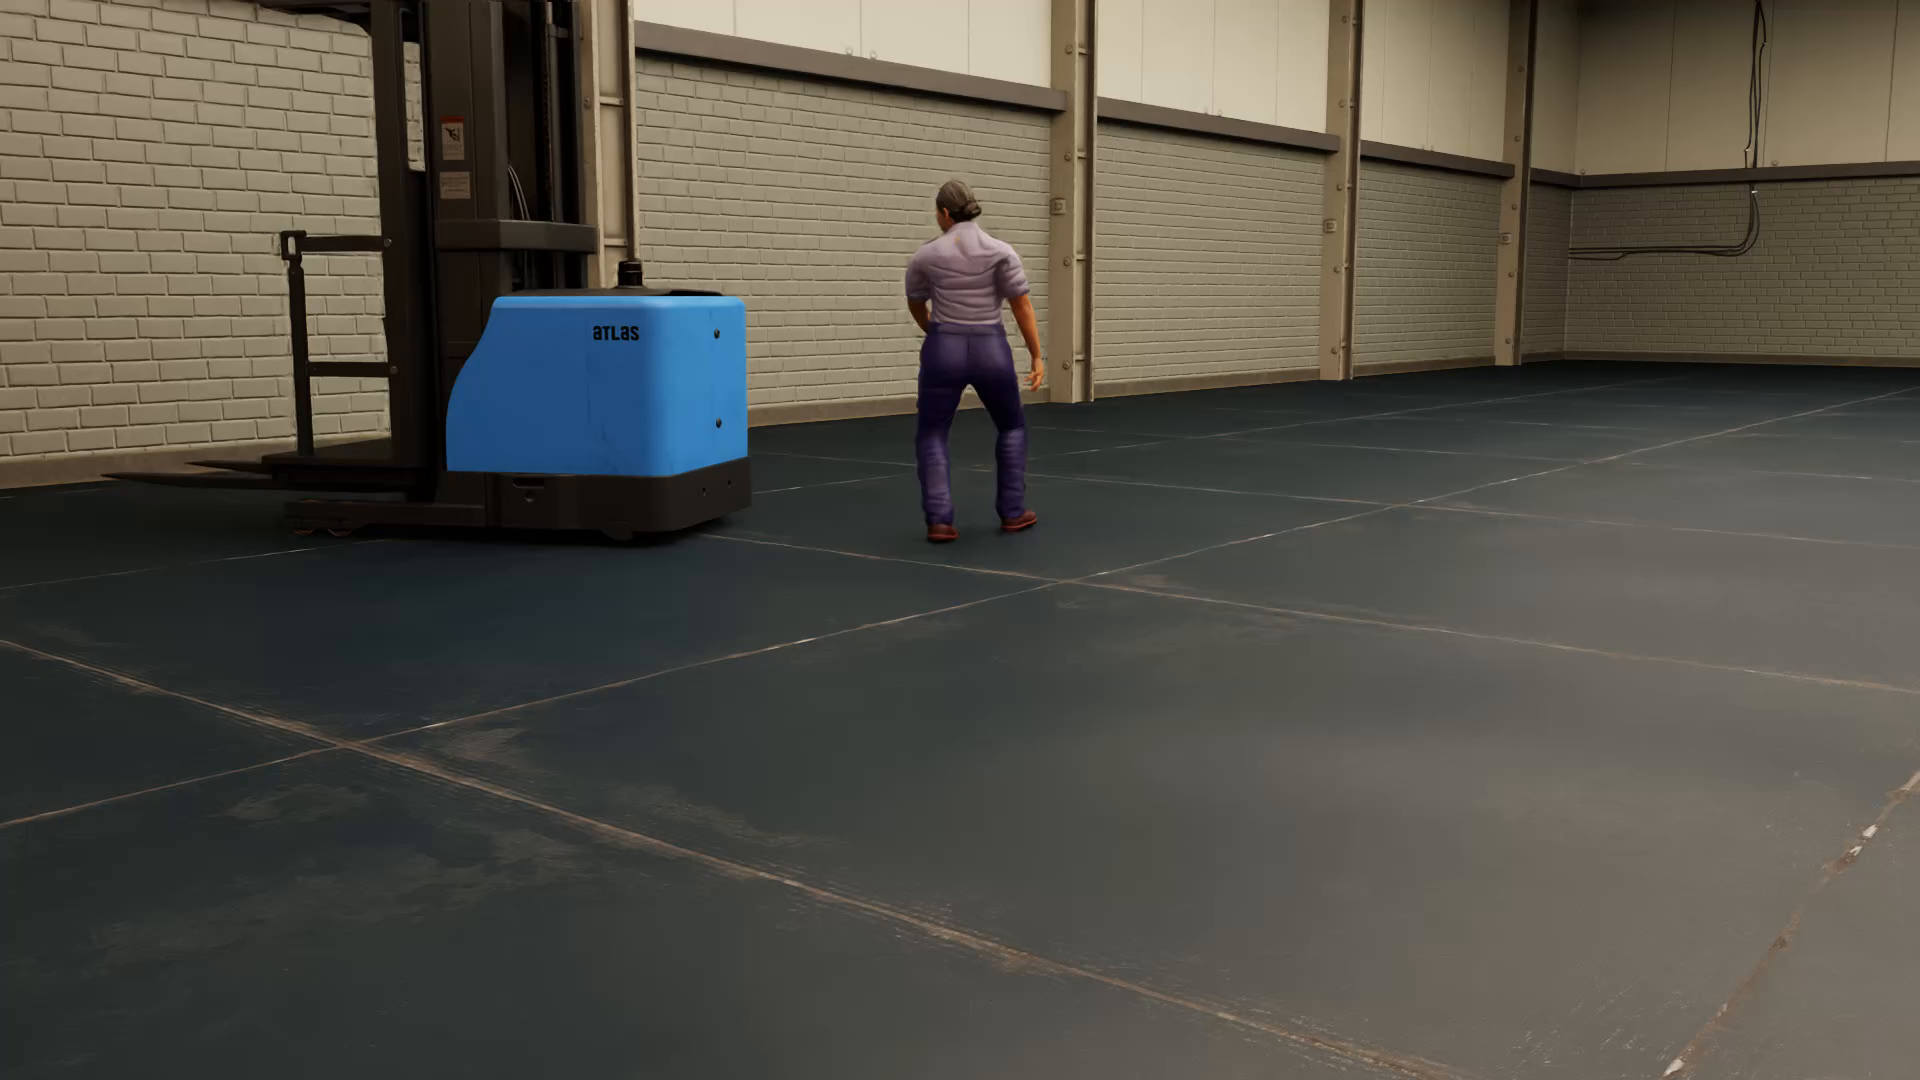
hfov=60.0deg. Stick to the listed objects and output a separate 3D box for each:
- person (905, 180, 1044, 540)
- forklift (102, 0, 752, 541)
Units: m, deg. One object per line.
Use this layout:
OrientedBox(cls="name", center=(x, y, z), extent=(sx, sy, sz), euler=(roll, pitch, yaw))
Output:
OrientedBox(cls="person", center=(0.068, -0.804, 7.505), extent=(0.609, 1.574, 0.688), euler=(0, 8, -3))
OrientedBox(cls="forklift", center=(-2.581, -1.535, 7.774), extent=(3.031, 2.935, 1.130), euler=(2, 9, 14))
